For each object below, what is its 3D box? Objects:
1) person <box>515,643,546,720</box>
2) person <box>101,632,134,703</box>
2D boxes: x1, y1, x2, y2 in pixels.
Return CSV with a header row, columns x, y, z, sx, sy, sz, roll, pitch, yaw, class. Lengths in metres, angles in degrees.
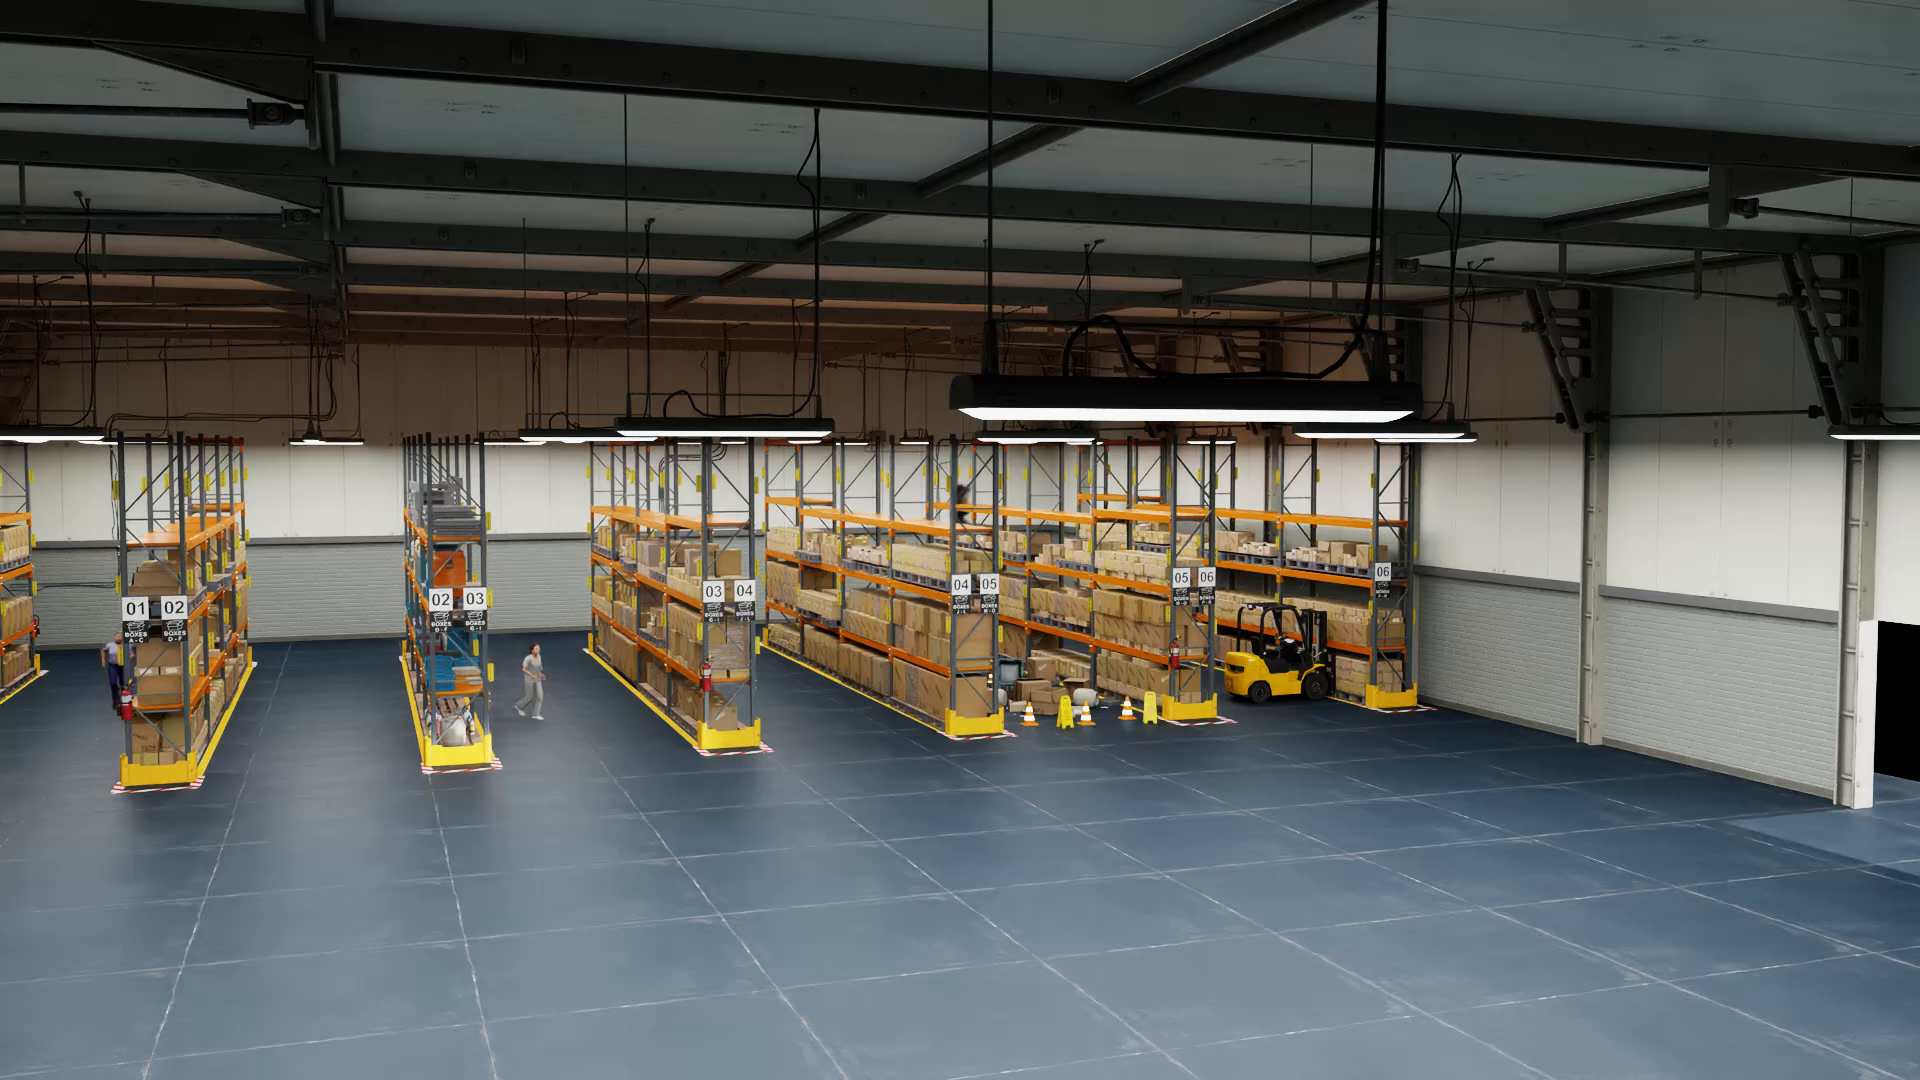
x,y,z,sx,sy,sz,roll,pitch,yaw,class
-9.078,2.972,35.075,0.814,1.625,0.559,2,4,37,person
-18.612,2.793,36.755,0.642,1.538,0.823,-2,3,-25,person
